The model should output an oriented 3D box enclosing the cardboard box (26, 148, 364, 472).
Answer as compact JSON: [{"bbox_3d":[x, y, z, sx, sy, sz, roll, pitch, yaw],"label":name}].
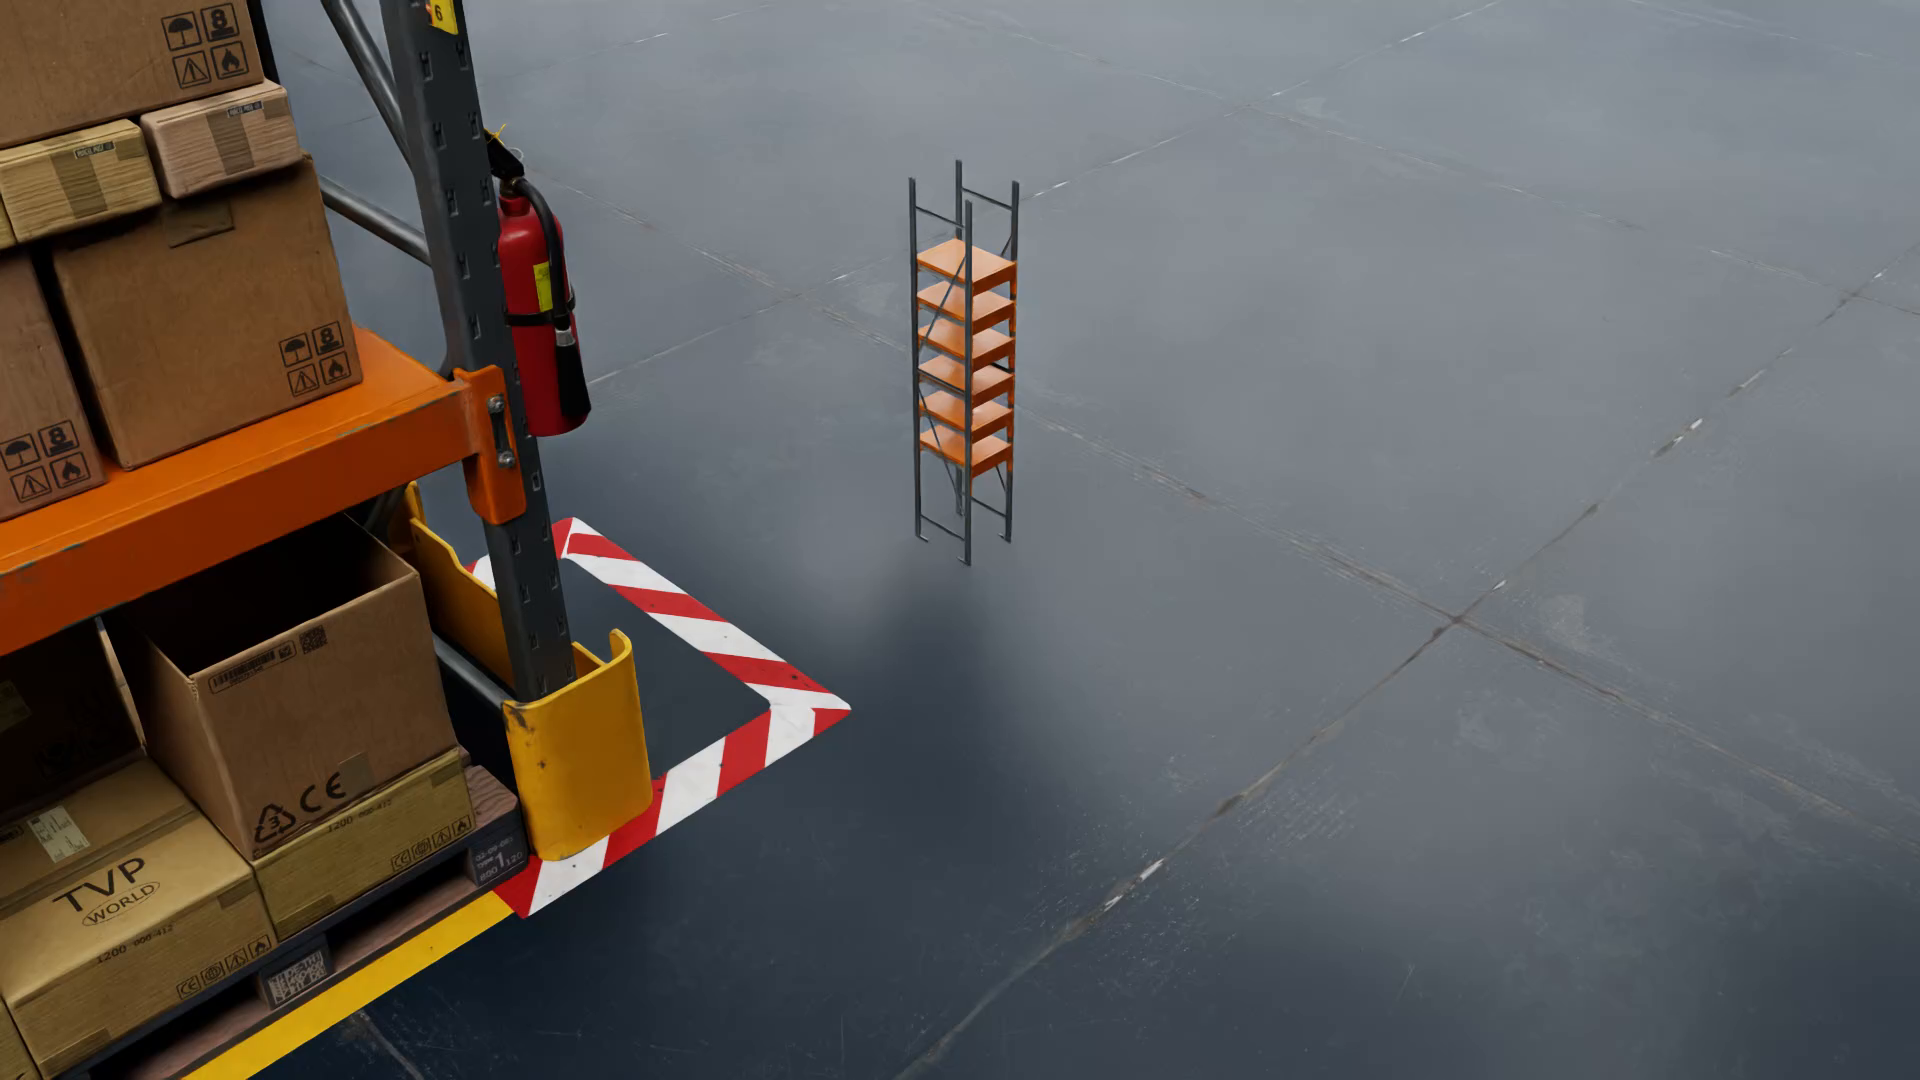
[{"bbox_3d":[-1.654,-0.572,3.361,0.700,0.500,0.500,30,45,35],"label":"cardboard box"}]

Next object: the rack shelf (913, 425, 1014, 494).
[{"bbox_3d":[0.010,-0.265,5.078,0.258,0.103,0.180,30,45,35],"label":"rack shelf"}]

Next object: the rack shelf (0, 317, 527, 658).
[{"bbox_3d":[-2.726,0.391,2.695,1.077,0.370,4.000,30,45,35],"label":"rack shelf"}]

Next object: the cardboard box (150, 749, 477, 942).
[{"bbox_3d":[-1.485,0.577,3.837,0.500,0.250,0.500,30,45,35],"label":"cardboard box"}]

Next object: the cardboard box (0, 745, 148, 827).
[{"bbox_3d":[-2.202,0.573,3.843,0.500,0.250,0.500,30,45,35],"label":"cardboard box"}]

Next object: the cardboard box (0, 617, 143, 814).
[{"bbox_3d":[-2.203,0.264,3.630,0.500,0.500,0.500,30,45,35],"label":"cardboard box"}]

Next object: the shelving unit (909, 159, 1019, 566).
[{"bbox_3d":[0.010,-0.498,4.915,0.258,1.200,0.189,30,45,35],"label":"shelving unit"}]

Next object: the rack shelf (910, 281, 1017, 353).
[{"bbox_3d":[0.010,-0.658,4.803,0.258,0.103,0.180,30,45,35],"label":"rack shelf"}]

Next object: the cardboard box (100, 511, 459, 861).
[{"bbox_3d":[-1.483,0.270,3.621,0.500,0.500,0.500,30,45,35],"label":"cardboard box"}]

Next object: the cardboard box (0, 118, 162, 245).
[{"bbox_3d":[-1.634,-0.684,2.954,0.250,0.149,0.380,-29,44,-35],"label":"cardboard box"}]

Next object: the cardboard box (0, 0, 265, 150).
[{"bbox_3d":[-1.692,-1.083,2.959,0.500,0.500,0.700,-30,45,-35],"label":"cardboard box"}]

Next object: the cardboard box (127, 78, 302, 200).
[{"bbox_3d":[-1.450,-0.791,3.107,0.380,0.149,0.250,29,44,35],"label":"cardboard box"}]

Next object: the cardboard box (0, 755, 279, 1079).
[{"bbox_3d":[-1.828,0.785,3.539,0.500,0.250,0.500,30,45,35],"label":"cardboard box"}]

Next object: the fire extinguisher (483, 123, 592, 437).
[{"bbox_3d":[-0.904,-0.545,3.476,0.296,0.674,0.183,30,45,35],"label":"fire extinguisher"}]

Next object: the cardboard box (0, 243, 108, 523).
[{"bbox_3d":[-2.021,-0.357,3.052,0.500,0.500,0.700,-29,44,-35],"label":"cardboard box"}]

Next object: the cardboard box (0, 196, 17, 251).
[{"bbox_3d":[-1.814,-0.580,2.805,0.380,0.149,0.250,29,44,35],"label":"cardboard box"}]

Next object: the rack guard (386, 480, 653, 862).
[{"bbox_3d":[-1.300,0.300,4.383,1.175,0.500,0.348,30,45,35],"label":"rack guard"}]

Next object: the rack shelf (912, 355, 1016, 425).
[{"bbox_3d":[0.010,-0.462,4.941,0.258,0.103,0.180,30,45,35],"label":"rack shelf"}]

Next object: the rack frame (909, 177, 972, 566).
[{"bbox_3d":[-0.054,-0.461,4.862,0.240,1.200,0.006,30,45,35],"label":"rack frame"}]

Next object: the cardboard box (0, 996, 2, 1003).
[{"bbox_3d":[-2.177,0.682,3.031,0.500,0.500,0.500,30,45,35],"label":"cardboard box"}]

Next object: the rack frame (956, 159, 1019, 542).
[{"bbox_3d":[0.075,-0.535,4.968,0.240,1.200,0.006,30,45,35],"label":"rack frame"}]

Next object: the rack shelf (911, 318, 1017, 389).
[{"bbox_3d":[0.010,-0.560,4.872,0.258,0.103,0.180,30,45,35],"label":"rack shelf"}]

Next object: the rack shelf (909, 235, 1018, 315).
[{"bbox_3d":[0.010,-0.757,4.735,0.258,0.103,0.180,30,45,35],"label":"rack shelf"}]

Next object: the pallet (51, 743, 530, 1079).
[{"bbox_3d":[-1.826,0.756,3.982,1.003,0.211,1.213,30,45,35],"label":"pallet"}]

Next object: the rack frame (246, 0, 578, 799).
[{"bbox_3d":[-1.317,-0.715,3.654,1.000,3.000,0.127,30,45,35],"label":"rack frame"}]

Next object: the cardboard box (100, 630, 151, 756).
[{"bbox_3d":[-1.852,0.368,4.137,0.500,0.250,0.500,30,45,35],"label":"cardboard box"}]

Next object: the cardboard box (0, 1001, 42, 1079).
[{"bbox_3d":[-2.179,0.988,3.247,0.500,0.250,0.500,30,45,35],"label":"cardboard box"}]

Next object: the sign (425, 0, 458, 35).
[{"bbox_3d":[-0.941,-1.063,2.933,0.100,0.325,0.005,30,45,35],"label":"sign"}]

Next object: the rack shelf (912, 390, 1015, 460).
[{"bbox_3d":[0.010,-0.363,5.009,0.258,0.103,0.180,30,45,35],"label":"rack shelf"}]
